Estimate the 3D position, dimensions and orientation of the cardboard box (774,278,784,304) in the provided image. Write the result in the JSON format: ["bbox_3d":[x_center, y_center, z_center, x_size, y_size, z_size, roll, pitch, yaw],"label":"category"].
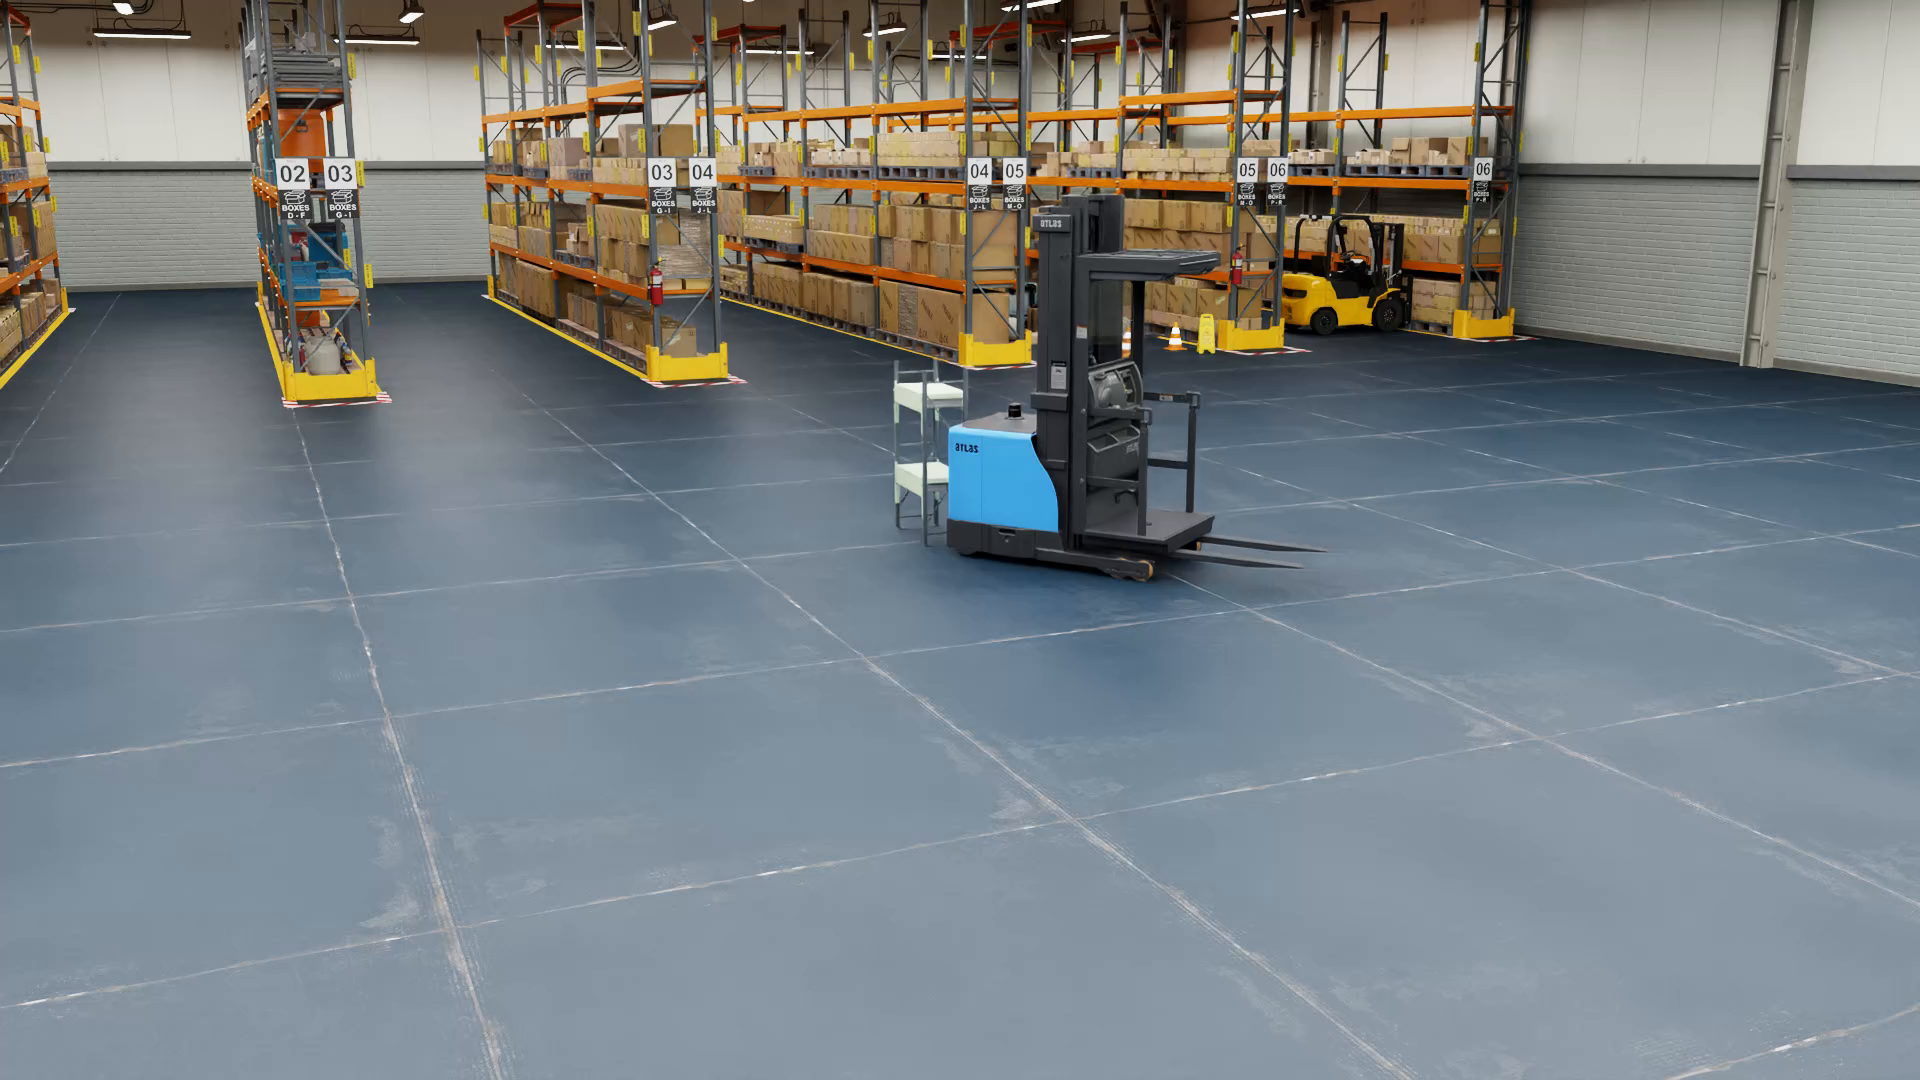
[{"bbox_3d":[-3.587,-5.260,35.057,0.500,0.500,0.500,-6,14,-25],"label":"cardboard box"}]

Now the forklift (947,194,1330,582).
[{"bbox_3d":[1.425,-1.238,13.218,3.031,2.935,1.130,7,15,29],"label":"forklift"}]

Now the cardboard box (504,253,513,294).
[{"bbox_3d":[-9.749,-6.028,37.542,0.875,0.875,0.875,-6,14,-23],"label":"cardboard box"}]

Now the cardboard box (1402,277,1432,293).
[{"bbox_3d":[8.702,-4.837,31.567,0.500,0.250,0.500,-5,14,-22],"label":"cardboard box"}]

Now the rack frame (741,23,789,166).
[{"bbox_3d":[-4.255,-9.695,36.301,1.000,3.000,0.127,-6,14,-23],"label":"rack frame"}]

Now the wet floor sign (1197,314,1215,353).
[{"bbox_3d":[4.142,-3.478,27.965,0.267,0.644,0.232,-1,13,-4],"label":"wet floor sign"}]

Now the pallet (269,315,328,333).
[{"bbox_3d":[-12.615,-4.123,31.717,1.003,0.211,1.213,-6,14,-23],"label":"pallet"}]

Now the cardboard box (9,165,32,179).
[{"bbox_3d":[-17.887,-6.962,31.478,0.500,0.250,0.500,-6,14,-23],"label":"cardboard box"}]

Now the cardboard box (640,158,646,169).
[{"bbox_3d":[-4.431,-5.477,24.179,0.380,0.149,0.250,-6,14,-23],"label":"cardboard box"}]

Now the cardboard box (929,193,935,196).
[{"bbox_3d":[-0.524,-8.342,39.885,0.380,0.149,0.250,-6,14,-23],"label":"cardboard box"}]

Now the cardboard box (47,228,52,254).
[{"bbox_3d":[-18.686,-6.048,33.625,0.500,0.500,0.500,-6,14,-23],"label":"cardboard box"}]

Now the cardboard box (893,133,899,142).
[{"bbox_3d":[-0.910,-6.837,28.240,0.380,0.149,0.250,-6,14,-24],"label":"cardboard box"}]

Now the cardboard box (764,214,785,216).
[{"bbox_3d":[-4.223,-7.091,37.473,0.500,0.500,0.500,-6,14,-24],"label":"cardboard box"}]

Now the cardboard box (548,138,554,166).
[{"bbox_3d":[-7.286,-7.152,30.635,0.500,0.500,0.500,-5,14,-22],"label":"cardboard box"}]

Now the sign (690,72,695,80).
[{"bbox_3d":[-6.355,-10.966,39.545,0.100,0.325,0.005,-6,14,-23],"label":"sign"}]

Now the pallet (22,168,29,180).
[{"bbox_3d":[-17.722,-6.680,30.342,1.213,0.211,1.003,-6,14,-23],"label":"pallet"}]

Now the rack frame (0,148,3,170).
[{"bbox_3d":[-16.316,-7.547,27.022,1.000,3.000,0.127,-6,14,-23],"label":"rack frame"}]

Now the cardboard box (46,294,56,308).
[{"bbox_3d":[-18.725,-4.863,33.851,0.500,0.250,0.500,-6,14,-23],"label":"cardboard box"}]

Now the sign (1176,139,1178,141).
[{"bbox_3d":[5.293,-9.645,40.718,0.100,0.325,0.005,-6,14,-23],"label":"sign"}]

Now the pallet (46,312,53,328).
[{"bbox_3d":[-18.193,-4.234,32.197,1.003,0.211,1.213,-6,14,-23],"label":"pallet"}]

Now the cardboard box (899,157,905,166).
[{"bbox_3d":[-0.807,-6.395,28.102,0.380,0.149,0.250,-6,14,-24],"label":"cardboard box"}]

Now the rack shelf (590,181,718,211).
[{"bbox_3d":[-4.835,-5.390,25.948,1.077,0.370,4.000,-6,14,-23],"label":"rack shelf"}]

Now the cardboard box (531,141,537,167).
[{"bbox_3d":[-8.076,-7.655,32.979,0.797,0.503,0.637,-6,14,-24],"label":"cardboard box"}]

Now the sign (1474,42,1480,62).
[{"bbox_3d":[9.090,-8.580,29.238,0.100,0.325,0.005,-6,14,-23],"label":"sign"}]

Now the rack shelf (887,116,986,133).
[{"bbox_3d":[-0.561,-10.031,40.234,1.077,0.370,4.000,-6,14,-23],"label":"rack shelf"}]

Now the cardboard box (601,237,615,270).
[{"bbox_3d":[-5.344,-4.681,27.060,0.875,0.500,0.500,-6,14,-23],"label":"cardboard box"}]

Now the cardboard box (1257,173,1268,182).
[{"bbox_3d":[5.211,-6.198,28.400,0.380,0.149,0.250,-6,14,-23],"label":"cardboard box"}]

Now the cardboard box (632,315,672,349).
[{"bbox_3d":[-4.955,-3.354,26.820,0.500,0.500,0.500,-7,15,-28],"label":"cardboard box"}]

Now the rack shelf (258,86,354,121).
[{"bbox_3d":[-9.373,-6.209,23.722,1.077,0.370,4.000,-6,14,-23],"label":"rack shelf"}]

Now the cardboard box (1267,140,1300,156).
[{"bbox_3d":[6.863,-8.244,35.310,0.500,0.500,0.500,-5,14,-22],"label":"cardboard box"}]

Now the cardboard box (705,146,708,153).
[{"bbox_3d":[-5.809,-9.220,39.242,0.380,0.149,0.250,-6,14,-23],"label":"cardboard box"}]

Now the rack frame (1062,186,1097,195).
[{"bbox_3d":[3.184,-8.515,44.510,1.000,3.000,0.127,-6,14,-23],"label":"rack frame"}]

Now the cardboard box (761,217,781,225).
[{"bbox_3d":[-4.000,-6.754,35.206,0.380,0.149,0.250,-5,14,-21],"label":"cardboard box"}]

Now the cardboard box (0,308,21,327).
[{"bbox_3d":[-15.881,-3.677,27.526,0.500,0.311,0.500,-5,14,-21],"label":"cardboard box"}]

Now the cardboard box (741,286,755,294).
[{"bbox_3d":[-4.725,-5.638,37.468,0.380,0.149,0.250,-5,14,-22],"label":"cardboard box"}]

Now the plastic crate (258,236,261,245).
[{"bbox_3d":[-14.656,-6.319,35.257,0.416,0.233,0.300,-6,14,-23],"label":"plastic crate"}]

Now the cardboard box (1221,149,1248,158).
[{"bbox_3d":[4.641,-6.531,28.074,0.380,0.149,0.250,-5,14,-22],"label":"cardboard box"}]

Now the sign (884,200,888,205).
[{"bbox_3d":[-1.874,-8.478,42.252,0.100,0.325,0.005,-6,14,-23],"label":"sign"}]

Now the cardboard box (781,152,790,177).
[{"bbox_3d":[-3.327,-7.653,33.909,0.500,0.500,0.500,-6,14,-23],"label":"cardboard box"}]

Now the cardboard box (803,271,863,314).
[{"bbox_3d":[-2.492,-4.920,33.034,1.050,0.750,0.750,-6,14,-24],"label":"cardboard box"}]

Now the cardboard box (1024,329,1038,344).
[{"bbox_3d":[1.325,-3.598,29.328,0.396,0.266,0.258,-3,13,-13],"label":"cardboard box"}]

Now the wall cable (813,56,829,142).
[{"bbox_3d":[-3.899,-12.139,46.861,0.463,3.000,0.029,-6,14,-23],"label":"wall cable"}]

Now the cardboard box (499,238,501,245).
[{"bbox_3d":[-10.086,-6.680,37.138,0.380,0.149,0.250,-6,14,-24],"label":"cardboard box"}]

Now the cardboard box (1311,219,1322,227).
[{"bbox_3d":[7.481,-6.558,34.394,0.380,0.149,0.250,-6,14,-23],"label":"cardboard box"}]

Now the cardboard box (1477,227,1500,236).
[{"bbox_3d":[9.695,-5.668,30.547,0.380,0.149,0.250,-6,14,-24],"label":"cardboard box"}]

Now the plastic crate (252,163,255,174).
[{"bbox_3d":[-14.376,-7.642,34.346,0.437,0.282,0.530,-6,14,-23],"label":"plastic crate"}]

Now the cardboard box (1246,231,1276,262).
[{"bbox_3d":[5.111,-5.077,28.773,0.500,0.500,0.500,-6,14,-24],"label":"cardboard box"}]

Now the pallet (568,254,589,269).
[{"bbox_3d":[-6.408,-5.020,29.831,1.003,0.211,1.213,-6,14,-23],"label":"pallet"}]

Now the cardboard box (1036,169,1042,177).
[{"bbox_3d":[1.812,-7.672,34.771,0.380,0.149,0.250,-6,14,-23],"label":"cardboard box"}]

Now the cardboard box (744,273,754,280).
[{"bbox_3d":[-4.636,-5.927,37.400,0.380,0.149,0.250,-5,14,-21],"label":"cardboard box"}]

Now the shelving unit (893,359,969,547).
[{"bbox_3d":[-0.254,-0.768,14.361,0.431,1.500,0.755,-5,14,-20],"label":"shelving unit"}]

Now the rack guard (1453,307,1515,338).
[{"bbox_3d":[9.603,-3.987,30.488,1.175,0.500,0.348,-6,14,-23],"label":"rack guard"}]

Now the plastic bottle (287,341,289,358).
[{"bbox_3d":[-10.127,-2.854,25.099,0.061,0.283,0.133,-5,14,-20],"label":"plastic bottle"}]

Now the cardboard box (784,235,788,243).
[{"bbox_3d":[-3.370,-6.140,33.871,0.380,0.149,0.250,-6,14,-23],"label":"cardboard box"}]

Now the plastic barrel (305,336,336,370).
[{"bbox_3d":[-9.106,-2.643,23.725,0.421,0.512,0.421,0,13,0],"label":"plastic barrel"}]

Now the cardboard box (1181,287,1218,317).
[{"bbox_3d":[4.275,-4.241,29.543,0.500,0.500,0.500,-5,14,-21],"label":"cardboard box"}]
